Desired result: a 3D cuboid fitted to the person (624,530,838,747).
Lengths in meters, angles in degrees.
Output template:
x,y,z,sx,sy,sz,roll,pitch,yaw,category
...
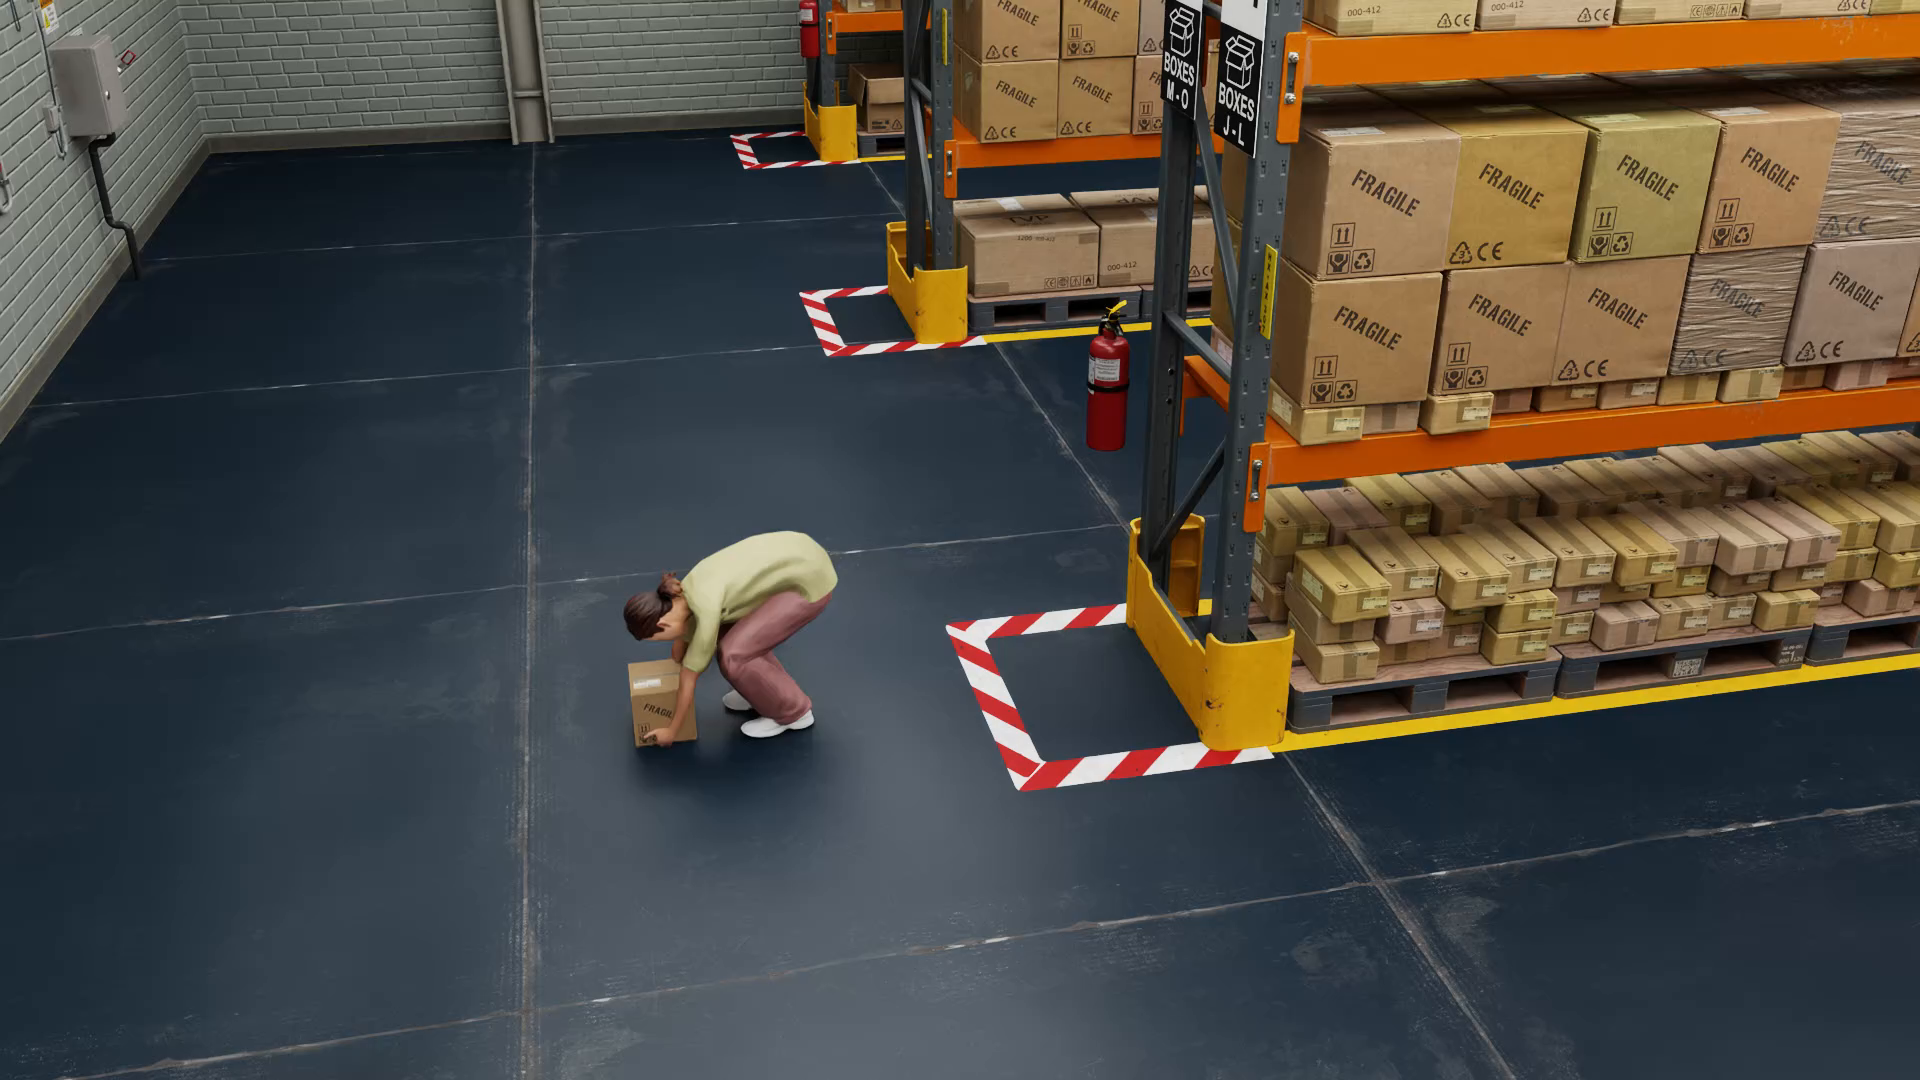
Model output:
x,y,z,sx,sy,sz,roll,pitch,yaw,category
-0.924,0.402,6.793,0.857,0.827,0.469,-7,28,-14,person
